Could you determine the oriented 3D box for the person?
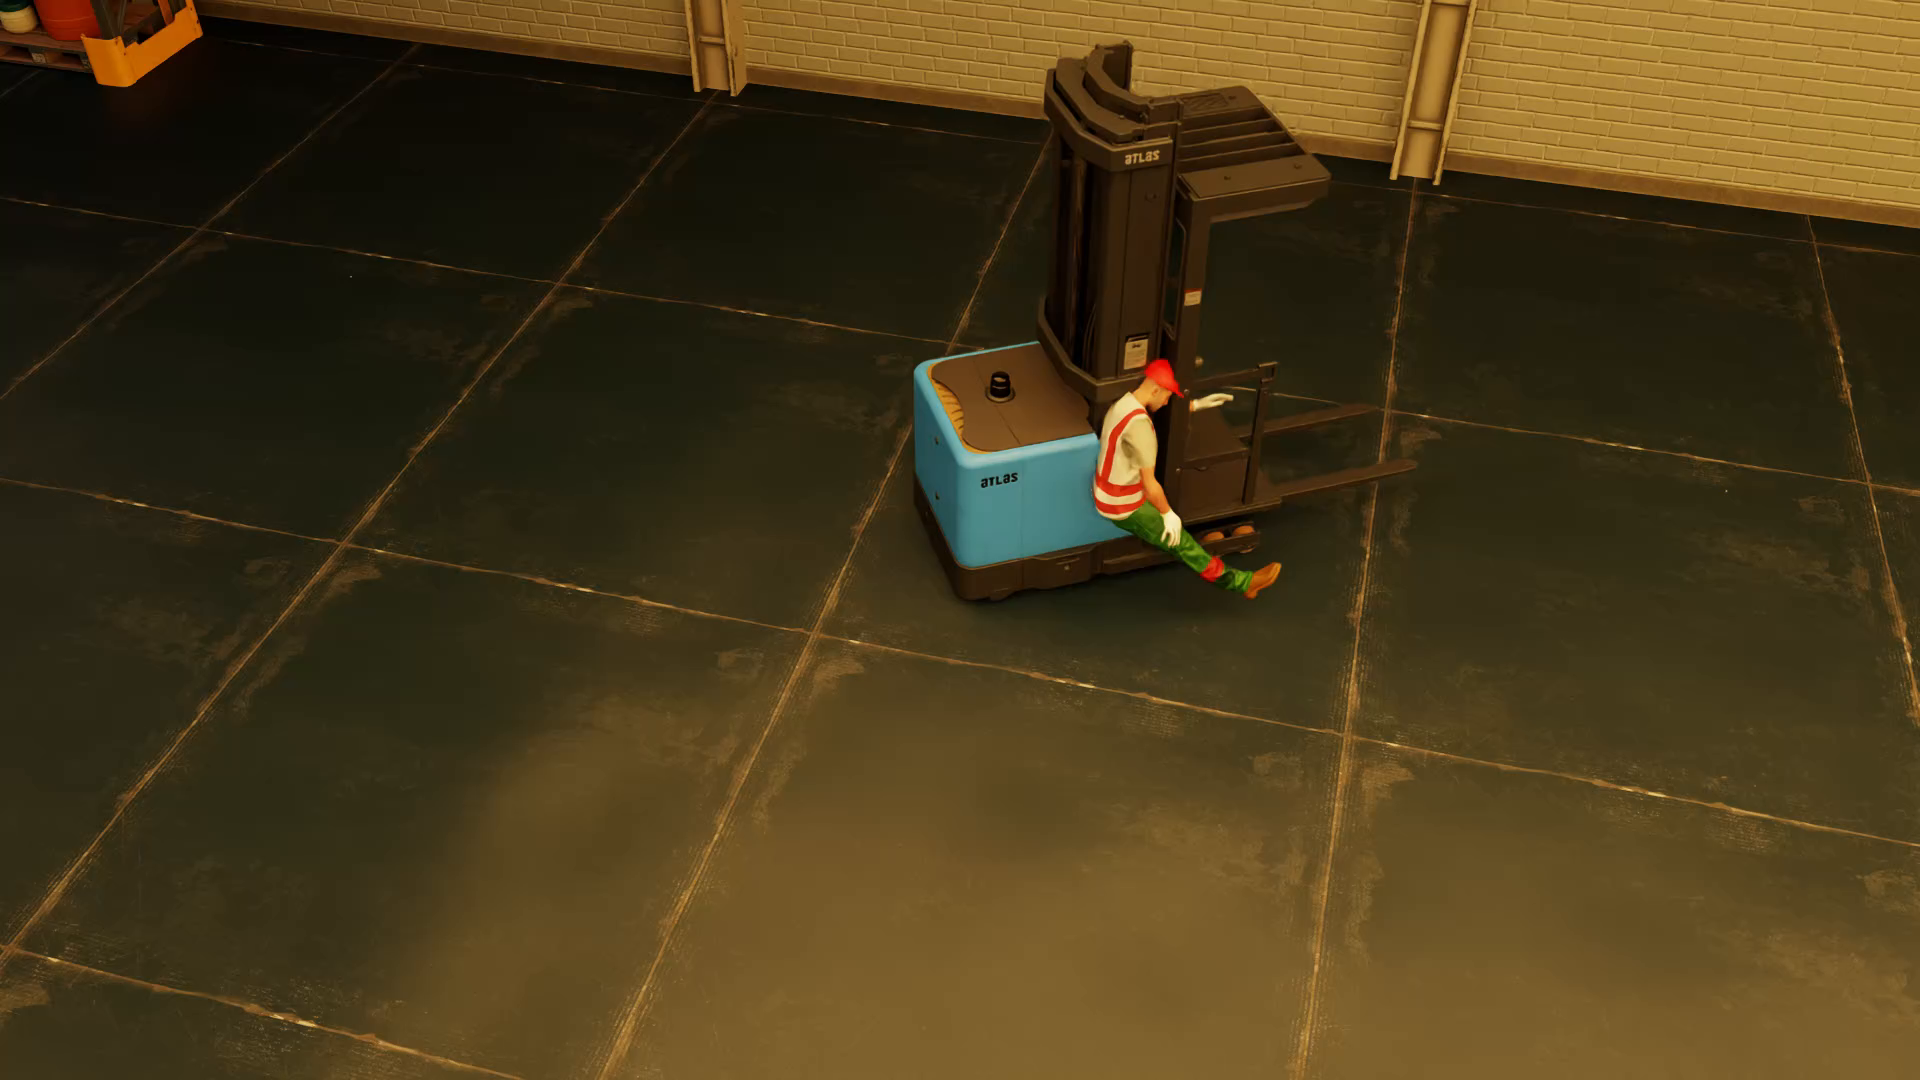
[{"bbox_3d":[1.209,-0.425,9.369,1.172,1.354,1.036,-1,41,-2],"label":"person"}]

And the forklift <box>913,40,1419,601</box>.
[{"bbox_3d":[1.292,-1.310,9.356,3.031,2.935,1.130,-11,43,-13],"label":"forklift"}]
